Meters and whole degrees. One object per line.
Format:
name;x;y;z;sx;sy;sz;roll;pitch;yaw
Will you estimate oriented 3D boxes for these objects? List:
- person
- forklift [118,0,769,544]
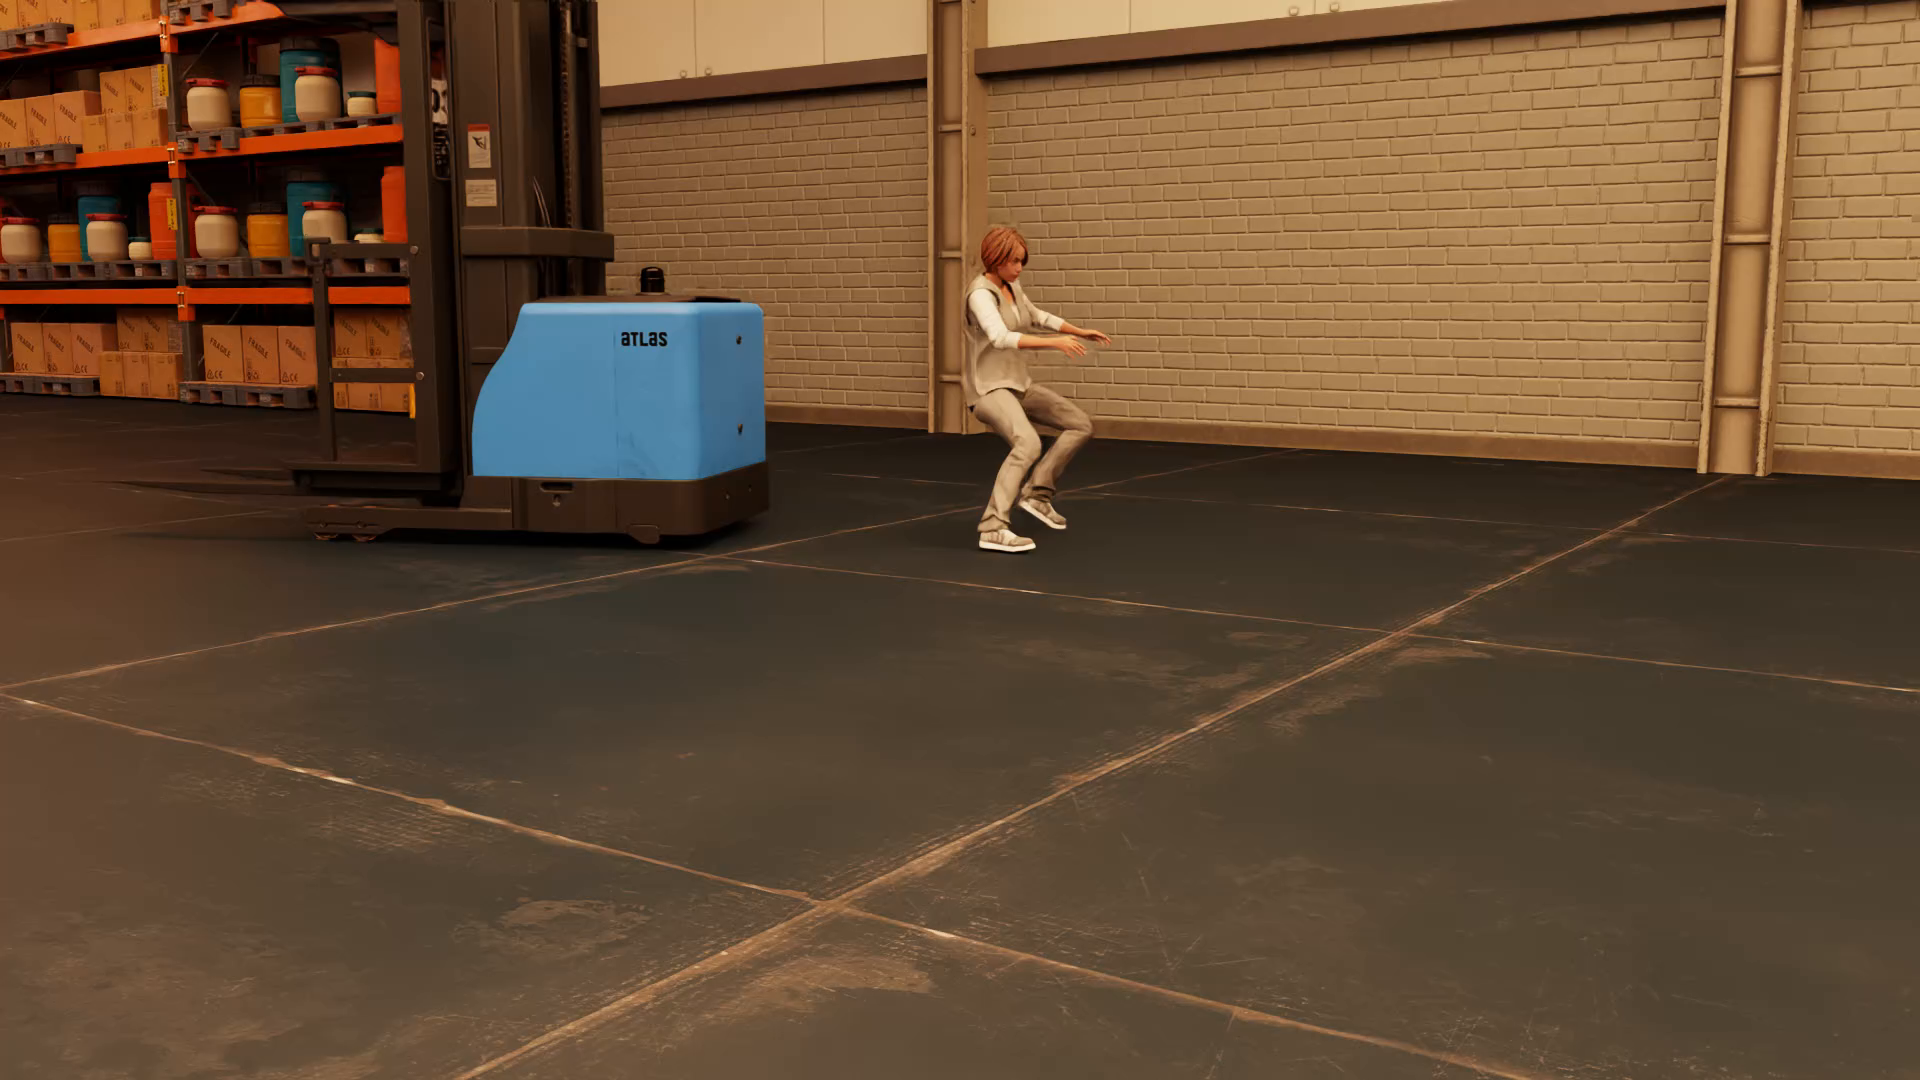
person;0.340;-0.688;7.476;0.680;1.393;0.828;5;9;29
forklift;-2.505;-1.513;7.833;3.031;2.935;1.130;2;8;12
